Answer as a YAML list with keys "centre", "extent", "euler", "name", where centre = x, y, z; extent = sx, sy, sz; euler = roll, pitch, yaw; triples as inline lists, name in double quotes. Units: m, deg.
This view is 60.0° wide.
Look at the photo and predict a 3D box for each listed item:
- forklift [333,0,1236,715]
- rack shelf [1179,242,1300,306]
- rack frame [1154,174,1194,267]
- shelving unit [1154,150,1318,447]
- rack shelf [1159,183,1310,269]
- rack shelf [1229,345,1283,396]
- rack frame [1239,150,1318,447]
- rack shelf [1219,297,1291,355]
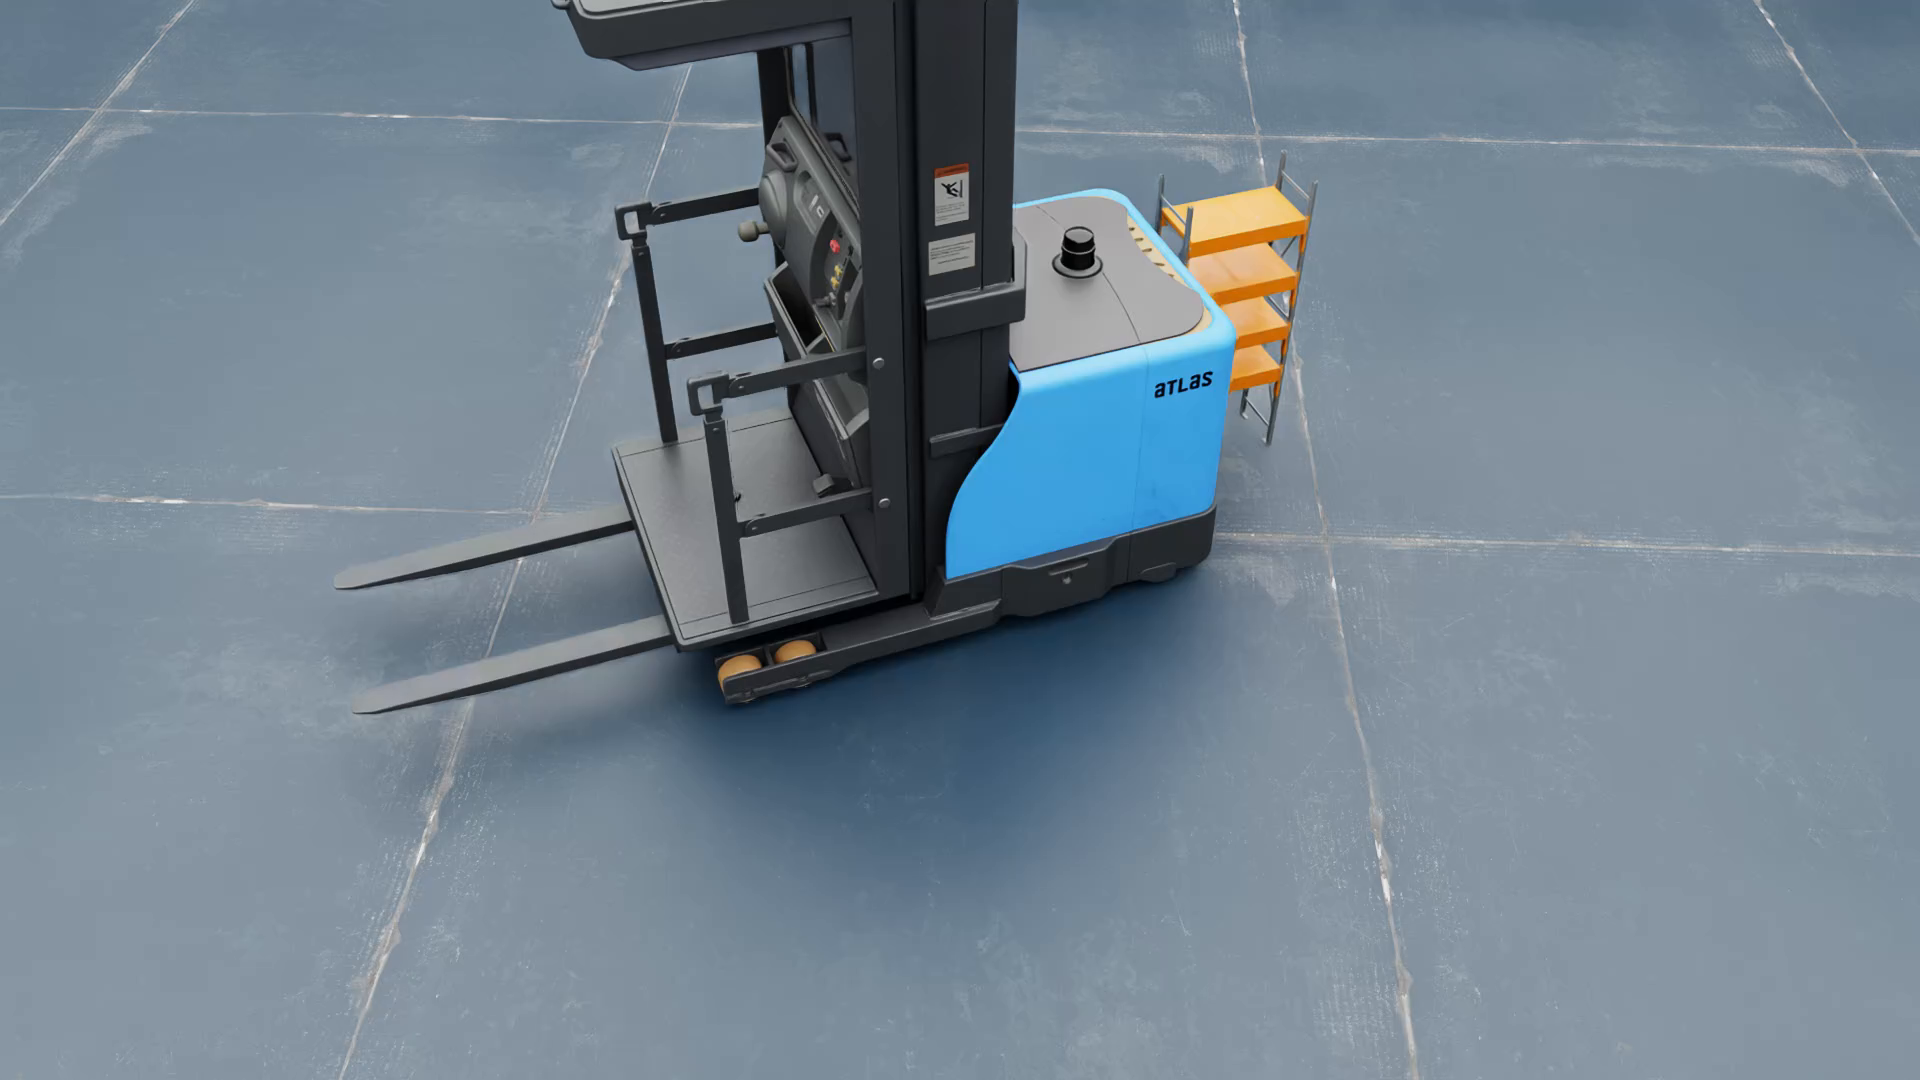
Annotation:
- centre: [-0.648, -0.929, 5.096]
  extent: [3.031, 2.935, 1.130]
  euler: [-14, 45, -15]
  name: "forklift"
- centre: [0.975, -0.947, 6.151]
  extent: [0.480, 0.148, 0.258]
  euler: [-14, 45, -16]
  name: "rack shelf"
- centre: [0.746, -0.774, 6.191]
  extent: [0.015, 1.200, 0.240]
  euler: [-14, 45, -16]
  name: "rack frame"
- centre: [0.973, -0.832, 6.258]
  extent: [0.503, 1.200, 0.258]
  euler: [-14, 45, -16]
  name: "shelving unit"
- centre: [0.978, -1.120, 5.991]
  extent: [0.480, 0.148, 0.258]
  euler: [-14, 45, -16]
  name: "rack shelf"
- centre: [0.970, -0.636, 6.438]
  extent: [0.480, 0.148, 0.258]
  euler: [-14, 45, -16]
  name: "rack shelf"
- centre: [1.201, -0.889, 6.324]
  extent: [0.015, 1.200, 0.240]
  euler: [-14, 45, -16]
  name: "rack frame"
- centre: [0.973, -0.782, 6.303]
  extent: [0.480, 0.148, 0.258]
  euler: [-14, 45, -16]
  name: "rack shelf"
